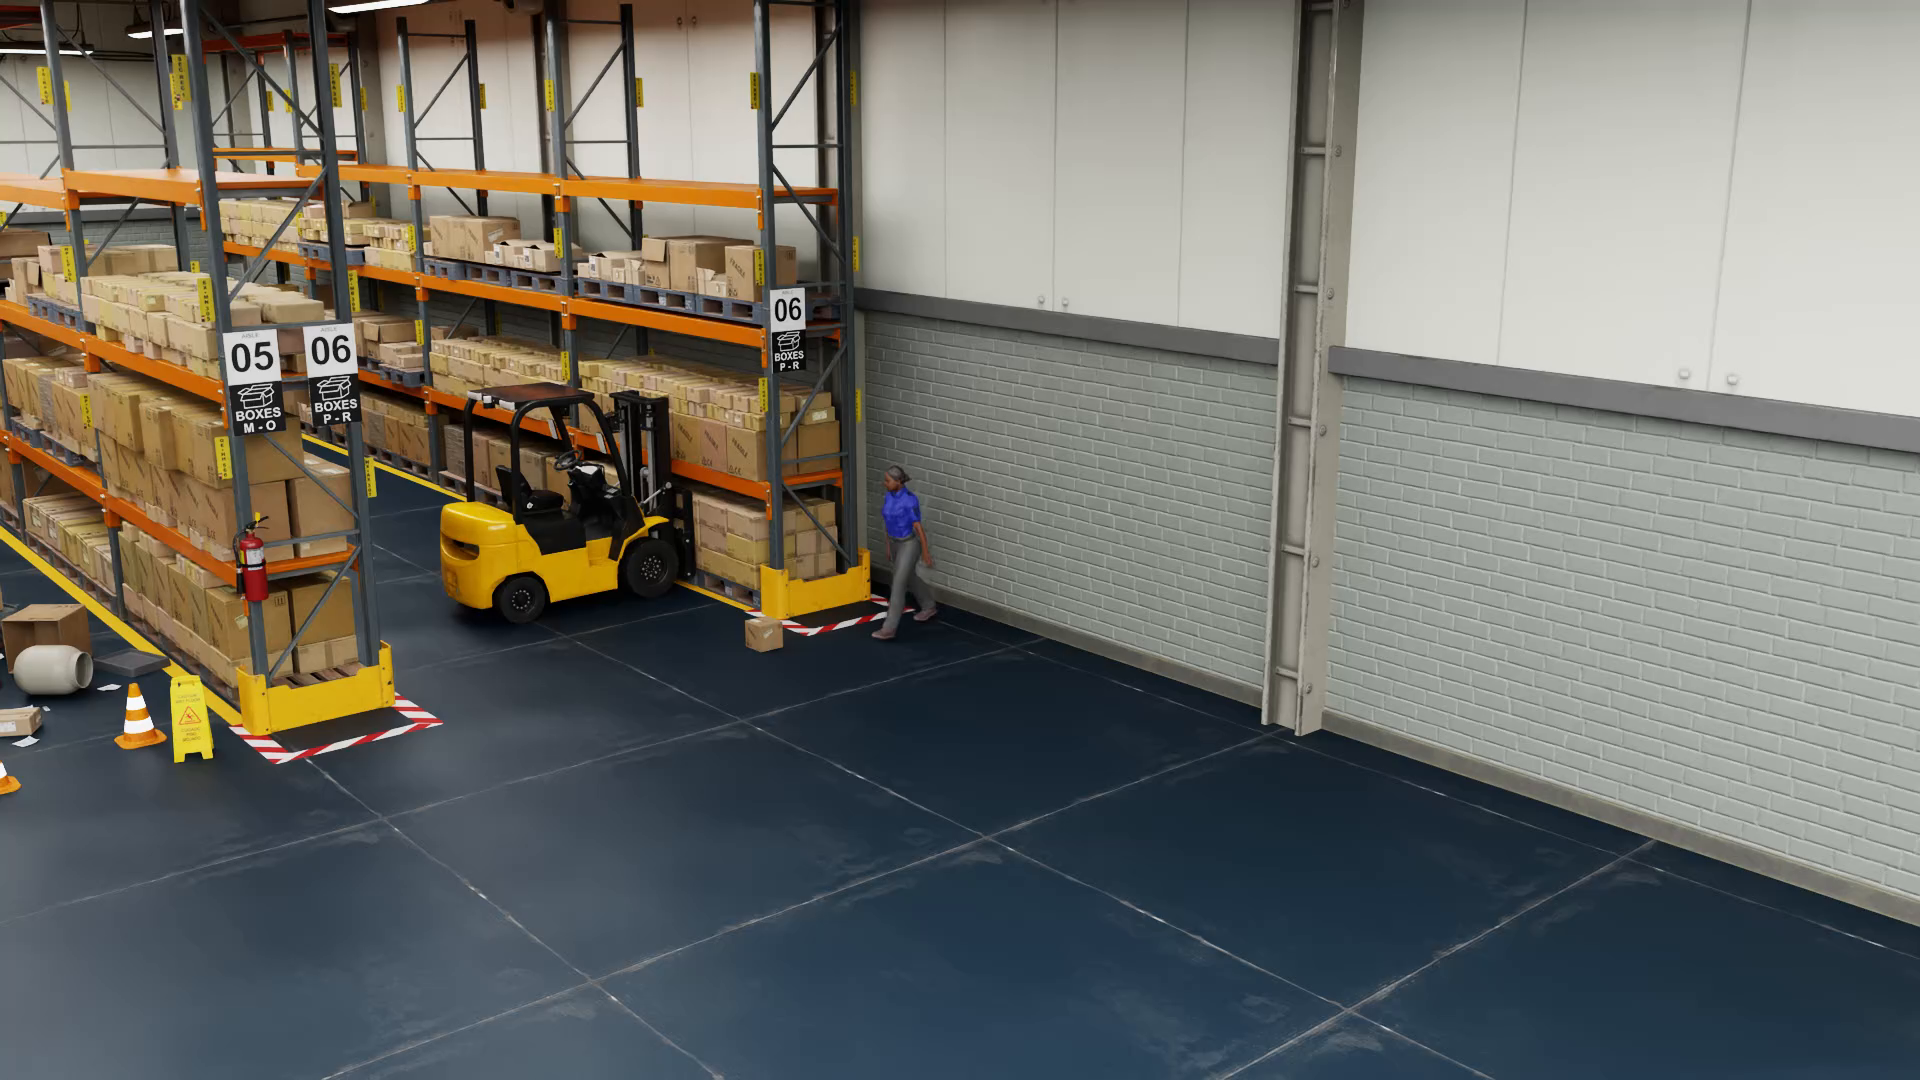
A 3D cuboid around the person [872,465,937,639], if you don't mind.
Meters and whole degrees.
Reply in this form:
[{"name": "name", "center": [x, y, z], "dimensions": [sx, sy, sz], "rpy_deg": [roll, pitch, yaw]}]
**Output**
[{"name": "person", "center": [-0.543, 0.077, 15.730], "dimensions": [0.969, 1.605, 0.520], "rpy_deg": [-11, 18, -36]}]
